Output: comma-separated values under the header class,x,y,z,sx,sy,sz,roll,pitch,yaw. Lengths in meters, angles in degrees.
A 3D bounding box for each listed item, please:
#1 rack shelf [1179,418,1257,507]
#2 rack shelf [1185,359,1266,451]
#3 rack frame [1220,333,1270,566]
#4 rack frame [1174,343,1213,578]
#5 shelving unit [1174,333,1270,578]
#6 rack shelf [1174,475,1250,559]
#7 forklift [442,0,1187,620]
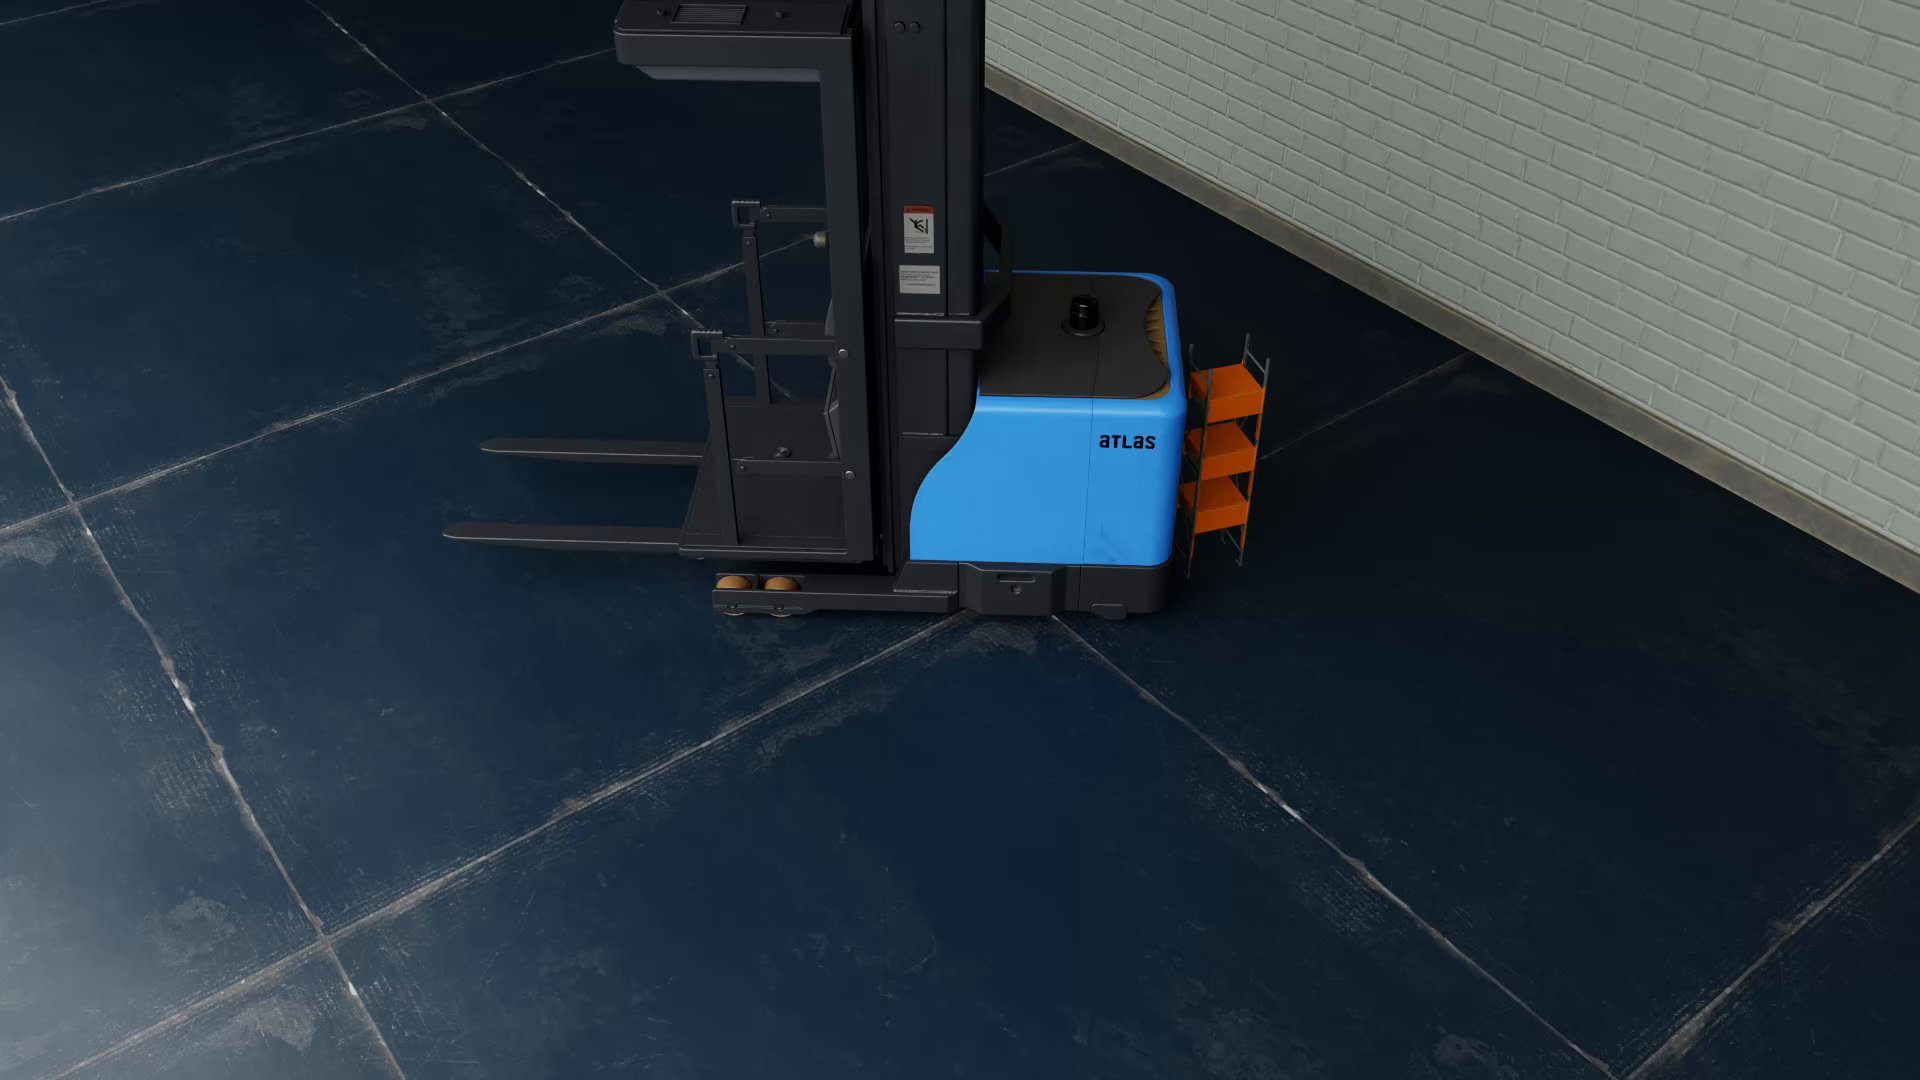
class,x,y,z,sx,sy,sz,roll,pitch,yaw
rack shelf,1.054,-0.322,6.831,0.240,0.259,0.215,-12,41,-14
rack shelf,1.054,-0.541,6.651,0.240,0.259,0.215,-12,41,-14
rack frame,1.170,-0.353,6.853,0.008,1.050,0.200,-12,41,-14
rack frame,0.937,-0.306,6.795,0.008,1.050,0.200,-12,41,-14
shelving unit,1.054,-0.330,6.824,0.252,1.050,0.215,-12,41,-14
rack shelf,1.054,-0.107,7.007,0.240,0.259,0.215,-12,41,-14
forklift,-0.630,-1.150,6.341,3.031,2.935,1.130,2,39,2
